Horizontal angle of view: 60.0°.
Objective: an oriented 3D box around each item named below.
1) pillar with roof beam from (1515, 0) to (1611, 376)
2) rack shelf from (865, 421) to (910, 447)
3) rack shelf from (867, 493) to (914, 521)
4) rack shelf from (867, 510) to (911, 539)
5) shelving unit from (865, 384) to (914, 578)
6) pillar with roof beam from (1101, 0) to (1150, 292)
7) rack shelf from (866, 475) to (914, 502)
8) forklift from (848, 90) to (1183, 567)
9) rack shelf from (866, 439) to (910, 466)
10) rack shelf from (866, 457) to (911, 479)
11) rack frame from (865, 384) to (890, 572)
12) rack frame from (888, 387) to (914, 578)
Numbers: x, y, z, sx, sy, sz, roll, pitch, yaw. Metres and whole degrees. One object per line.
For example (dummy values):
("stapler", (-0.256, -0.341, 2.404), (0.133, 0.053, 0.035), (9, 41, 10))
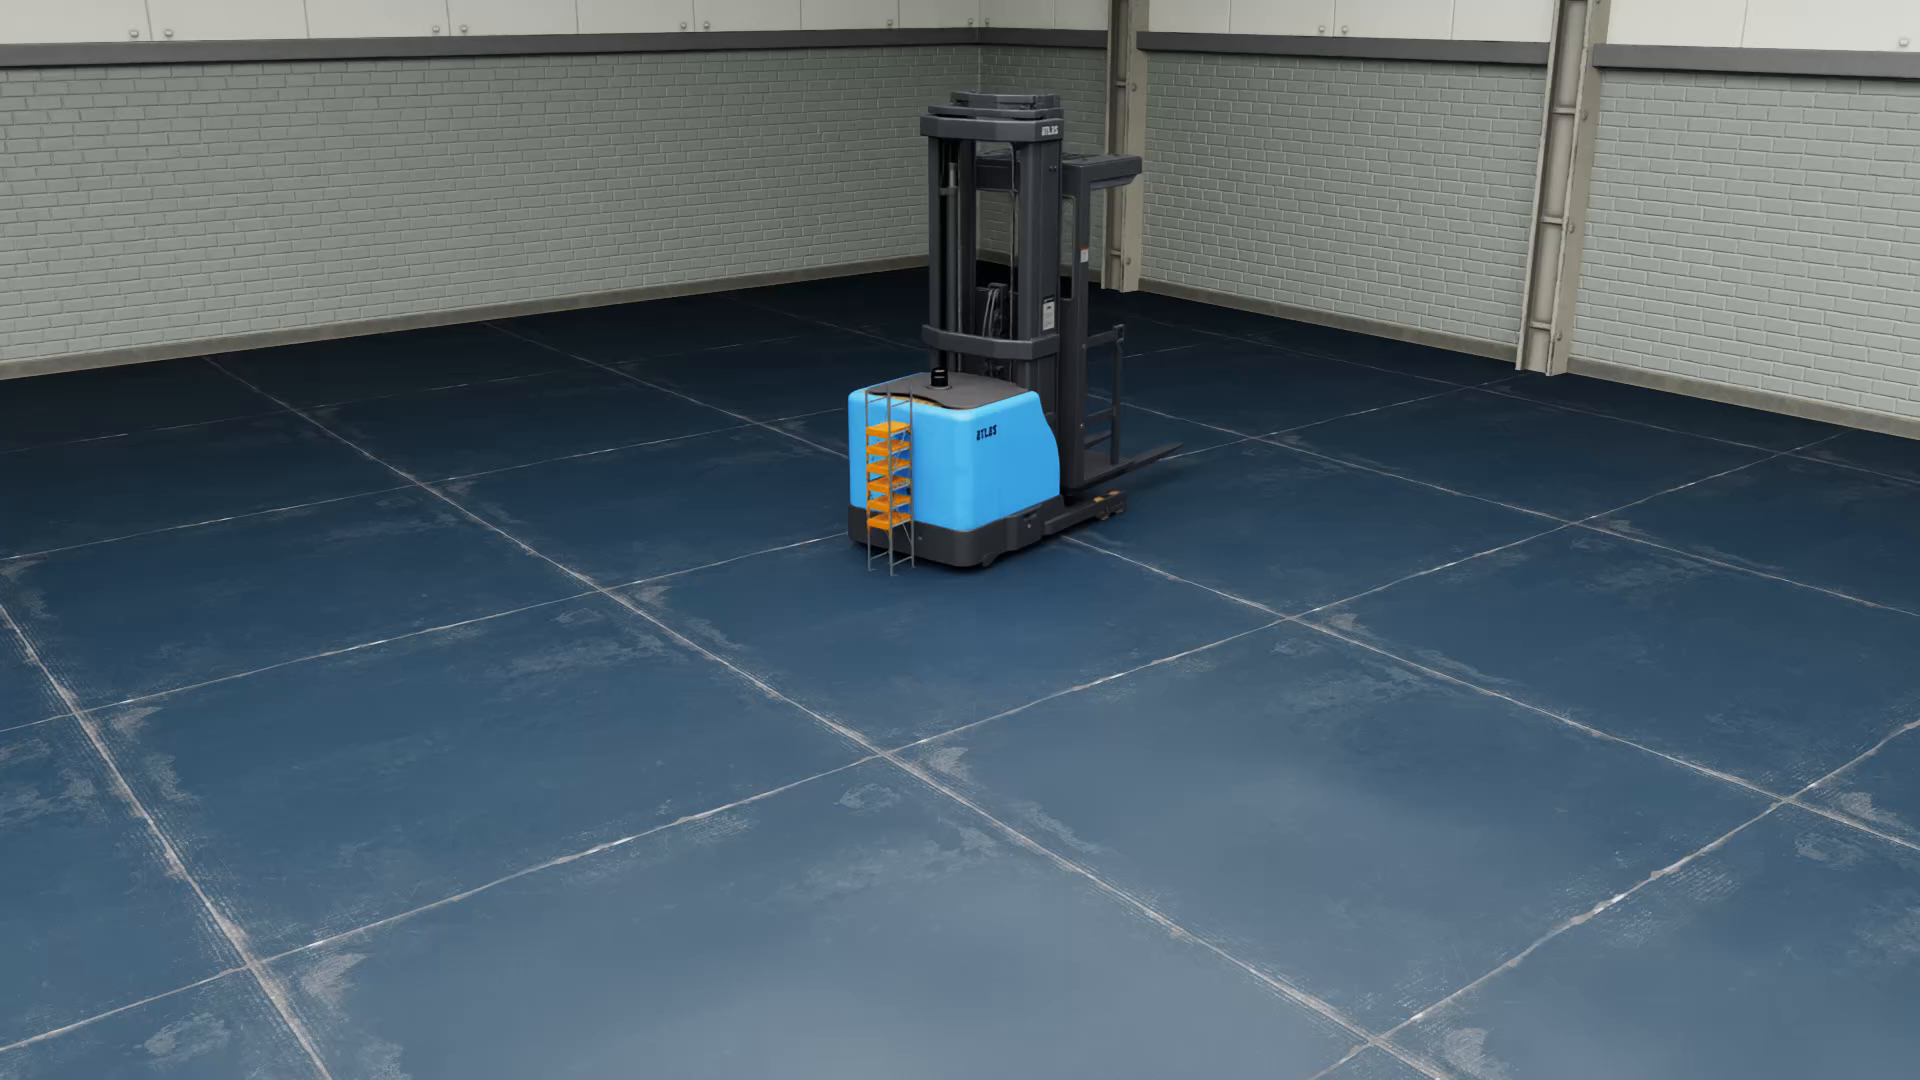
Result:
("pillar with roof beam", (2.363, -5.104, 12.460), (9.100, 9.000, 0.400), (-14, 23, -36))
("rack shelf", (-0.445, -0.675, 10.488), (0.180, 0.103, 0.258), (13, 22, 34))
("rack shelf", (-0.445, -0.219, 10.639), (0.180, 0.103, 0.258), (13, 22, 34))
("rack shelf", (-0.445, -0.105, 10.676), (0.180, 0.103, 0.258), (13, 22, 34))
("shelving unit", (-0.445, -0.375, 10.587), (0.189, 1.200, 0.258), (13, 22, 34))
("pillar with roof beam", (-1.362, -6.582, 16.925), (9.100, 9.000, 0.400), (-14, 23, -36))
("rack shelf", (-0.445, -0.333, 10.601), (0.180, 0.103, 0.258), (13, 22, 34))
("forklift", (0.547, -1.615, 11.577), (1.130, 2.935, 3.031), (14, 23, 35))
("rack shelf", (-0.445, -0.561, 10.525), (0.180, 0.103, 0.258), (13, 22, 34))
("rack shelf", (-0.445, -0.447, 10.563), (0.180, 0.103, 0.258), (13, 22, 34))
("rack frame", (-0.519, -0.392, 10.638), (0.006, 1.200, 0.240), (13, 22, 34))
("rack frame", (-0.372, -0.358, 10.536), (0.006, 1.200, 0.240), (13, 22, 34))
